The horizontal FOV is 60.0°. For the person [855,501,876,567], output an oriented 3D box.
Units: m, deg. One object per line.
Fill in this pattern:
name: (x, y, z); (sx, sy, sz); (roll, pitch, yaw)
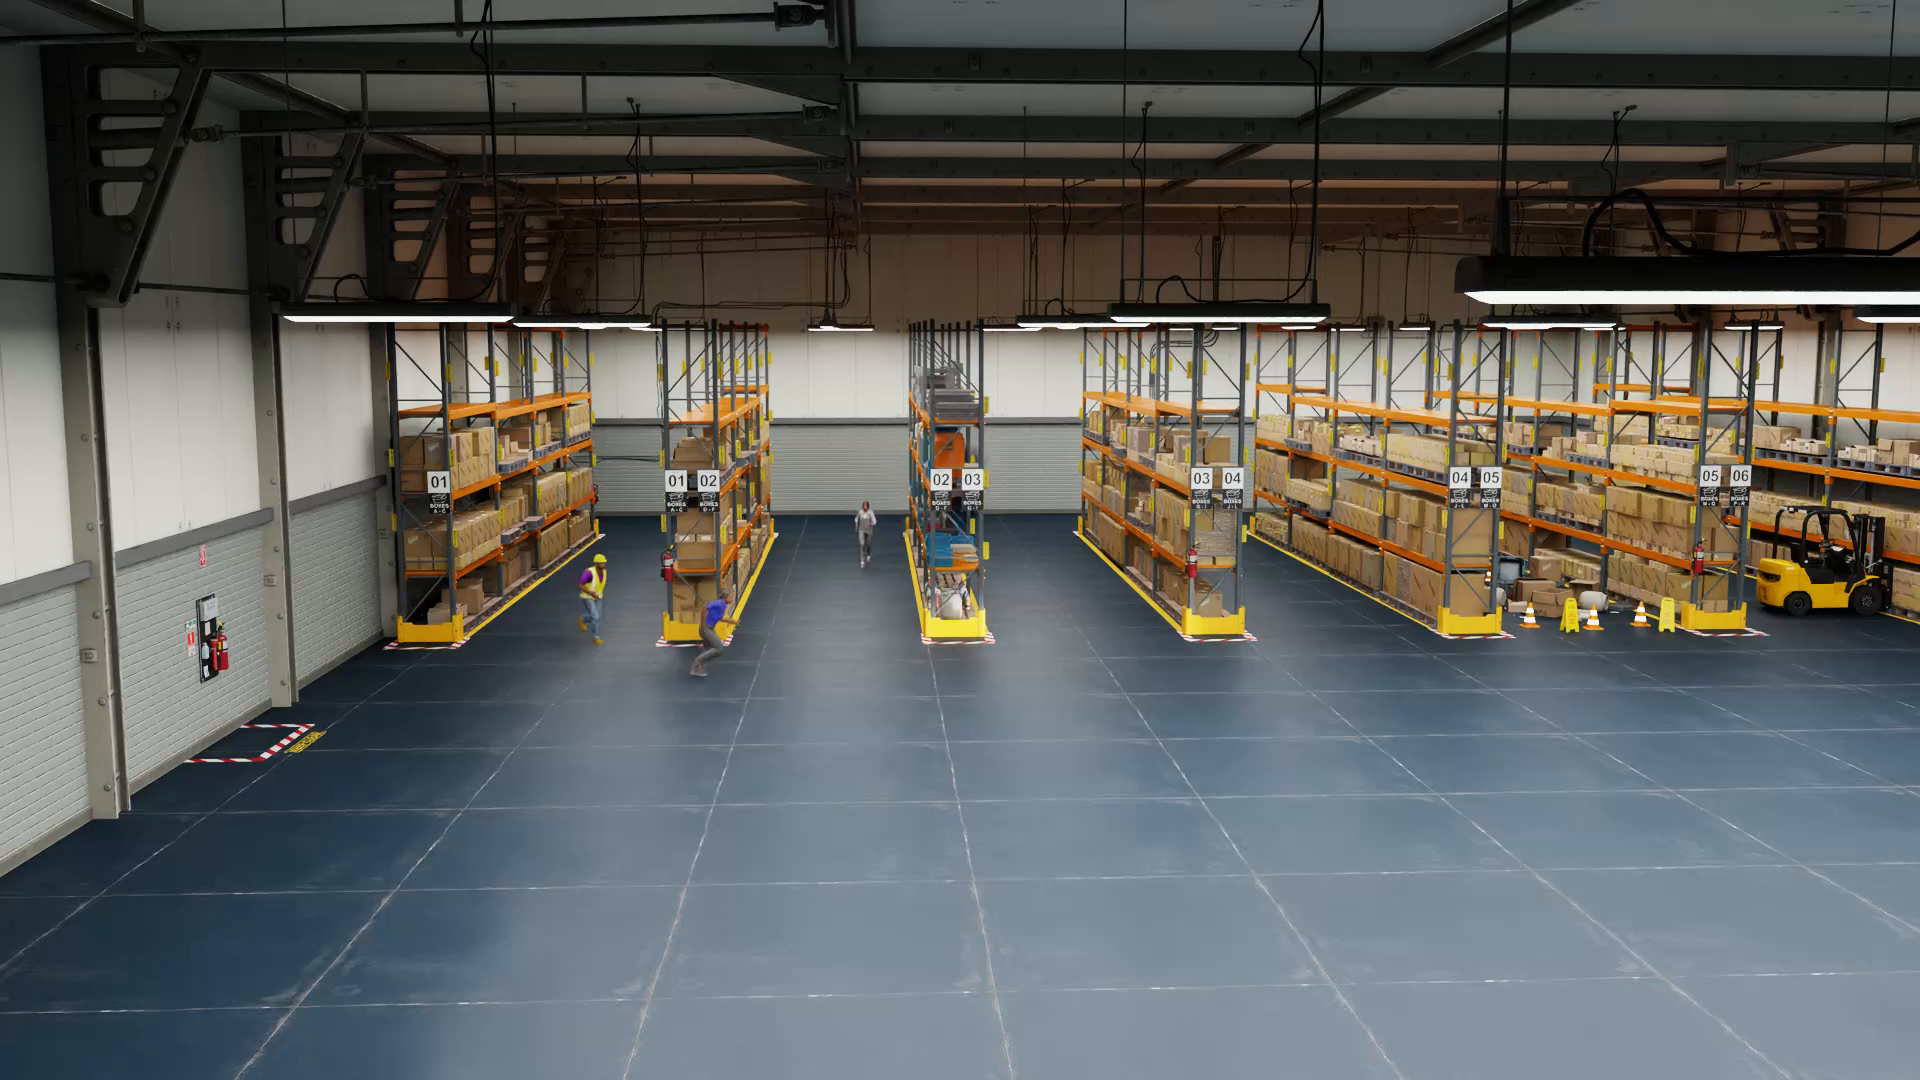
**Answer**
person: (-2.341, -0.174, 41.200); (0.546, 1.605, 0.857); (0, 7, 2)

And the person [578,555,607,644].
person: (-6.853, 1.095, 30.906); (0.835, 1.693, 0.691); (6, 9, 40)

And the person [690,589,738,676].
person: (-4.126, 1.563, 27.808); (0.823, 1.485, 0.610); (1, 7, 6)
